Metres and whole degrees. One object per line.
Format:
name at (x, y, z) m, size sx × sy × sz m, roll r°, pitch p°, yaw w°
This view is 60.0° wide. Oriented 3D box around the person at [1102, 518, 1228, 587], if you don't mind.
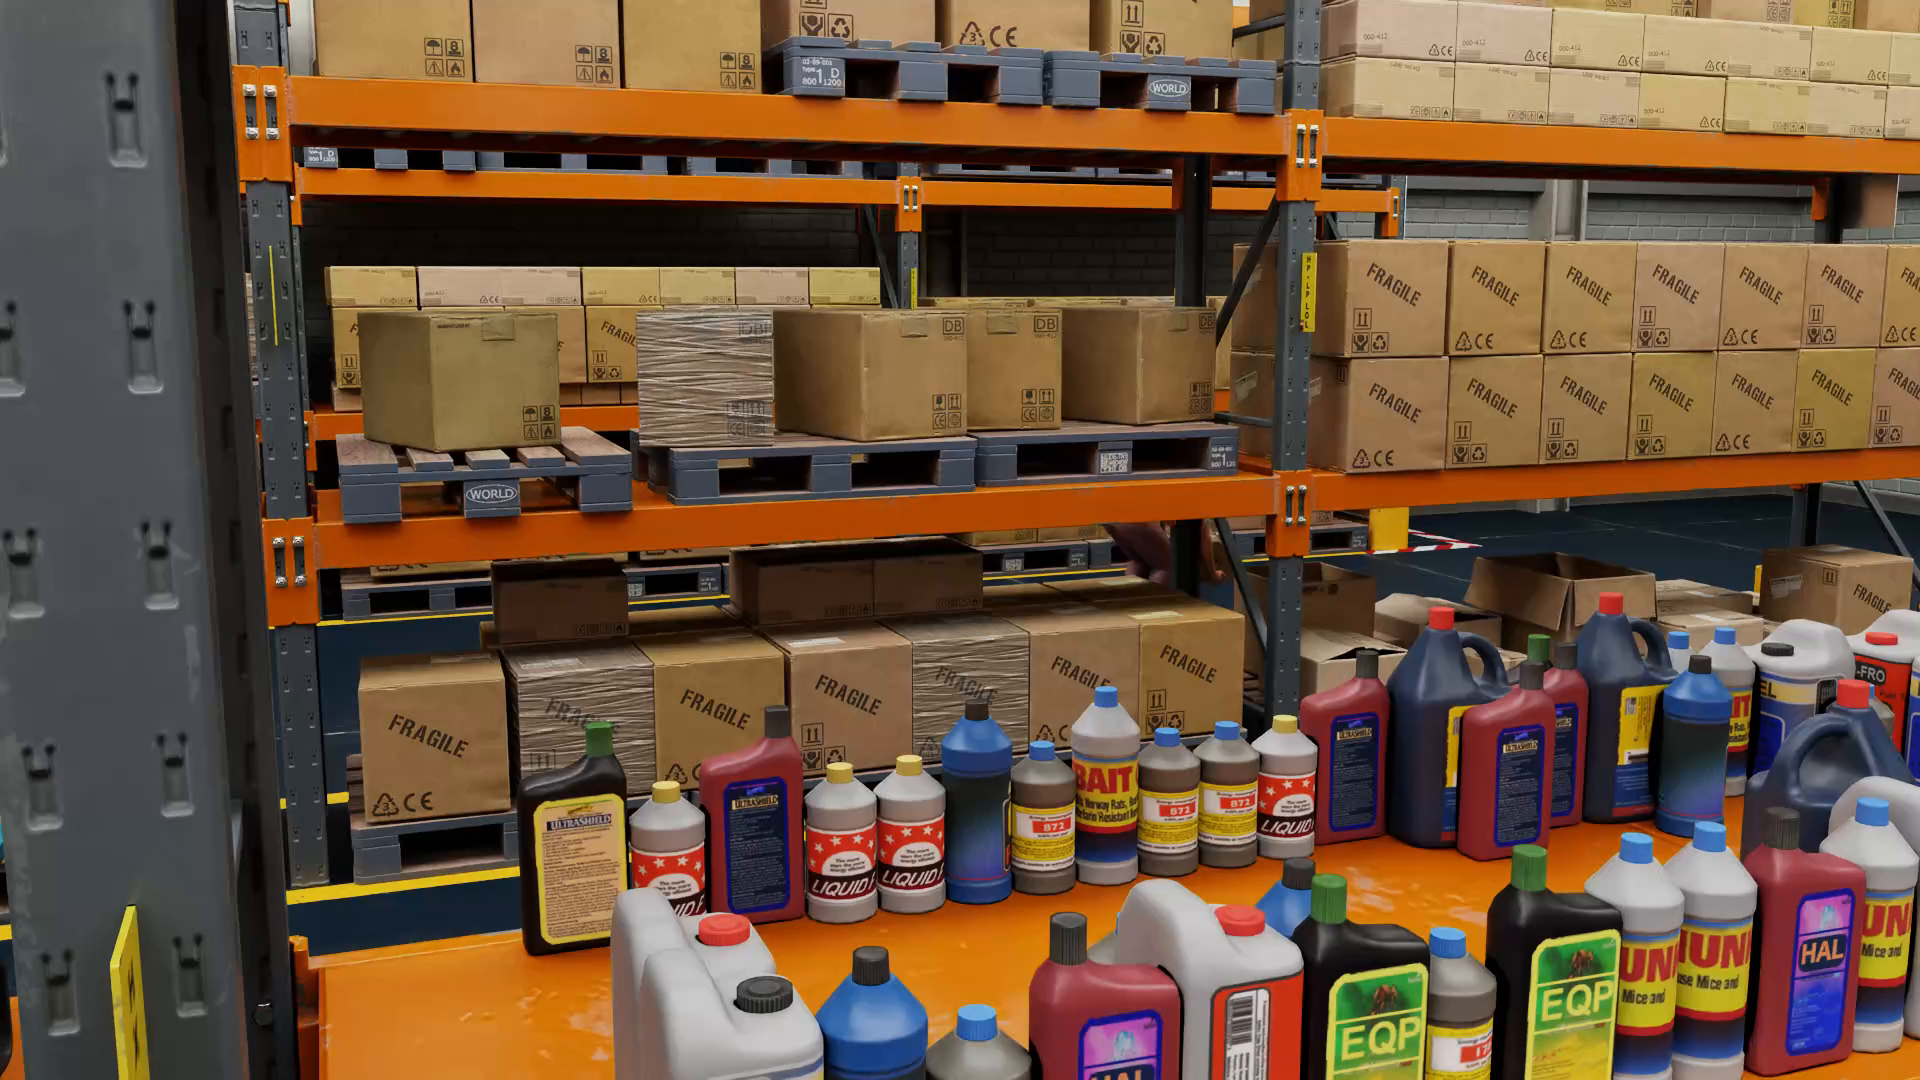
person at (1.236, 0.045, 9.919) m, size 0.860 × 1.104 × 0.455 m, roll -4°, pitch 10°, yaw -23°
